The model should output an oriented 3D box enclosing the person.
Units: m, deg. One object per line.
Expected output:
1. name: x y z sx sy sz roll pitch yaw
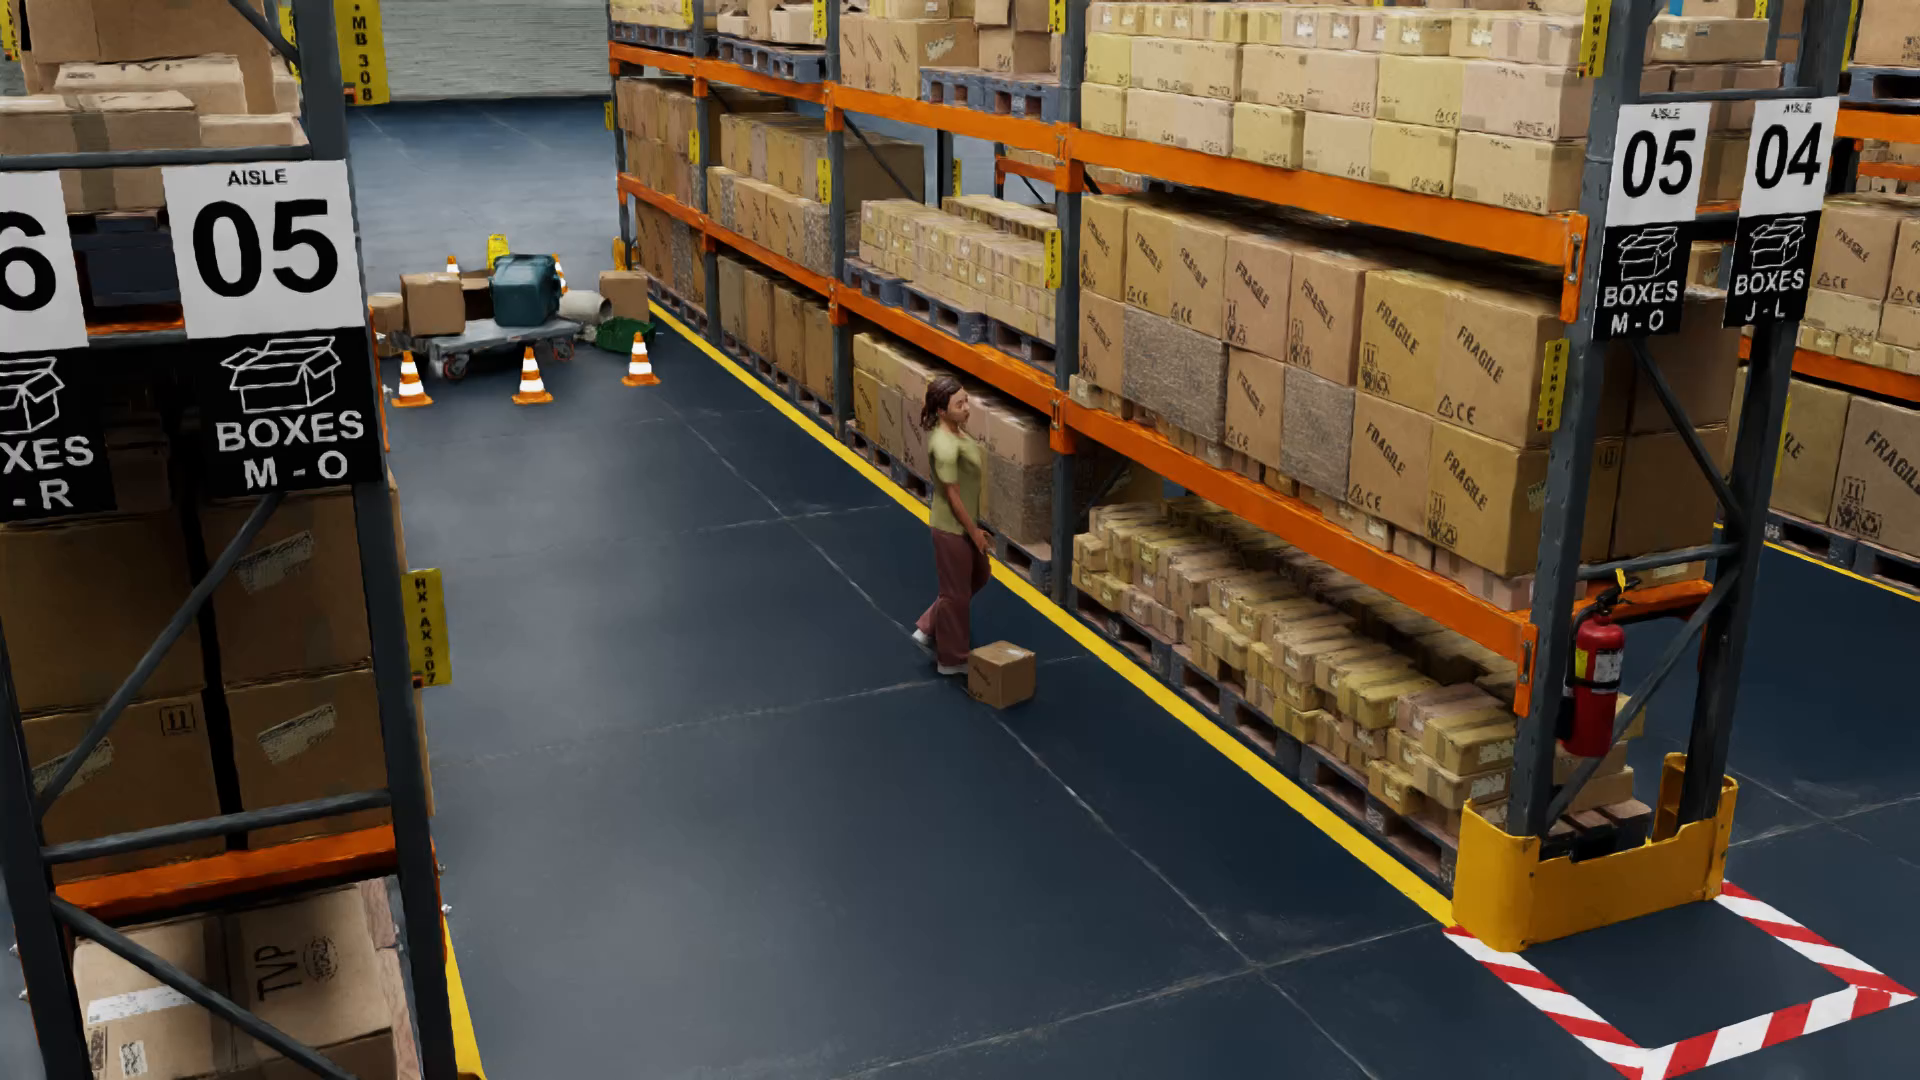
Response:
1. person: -0.040 0.049 8.786 0.446 1.413 0.528 0 19 -1
